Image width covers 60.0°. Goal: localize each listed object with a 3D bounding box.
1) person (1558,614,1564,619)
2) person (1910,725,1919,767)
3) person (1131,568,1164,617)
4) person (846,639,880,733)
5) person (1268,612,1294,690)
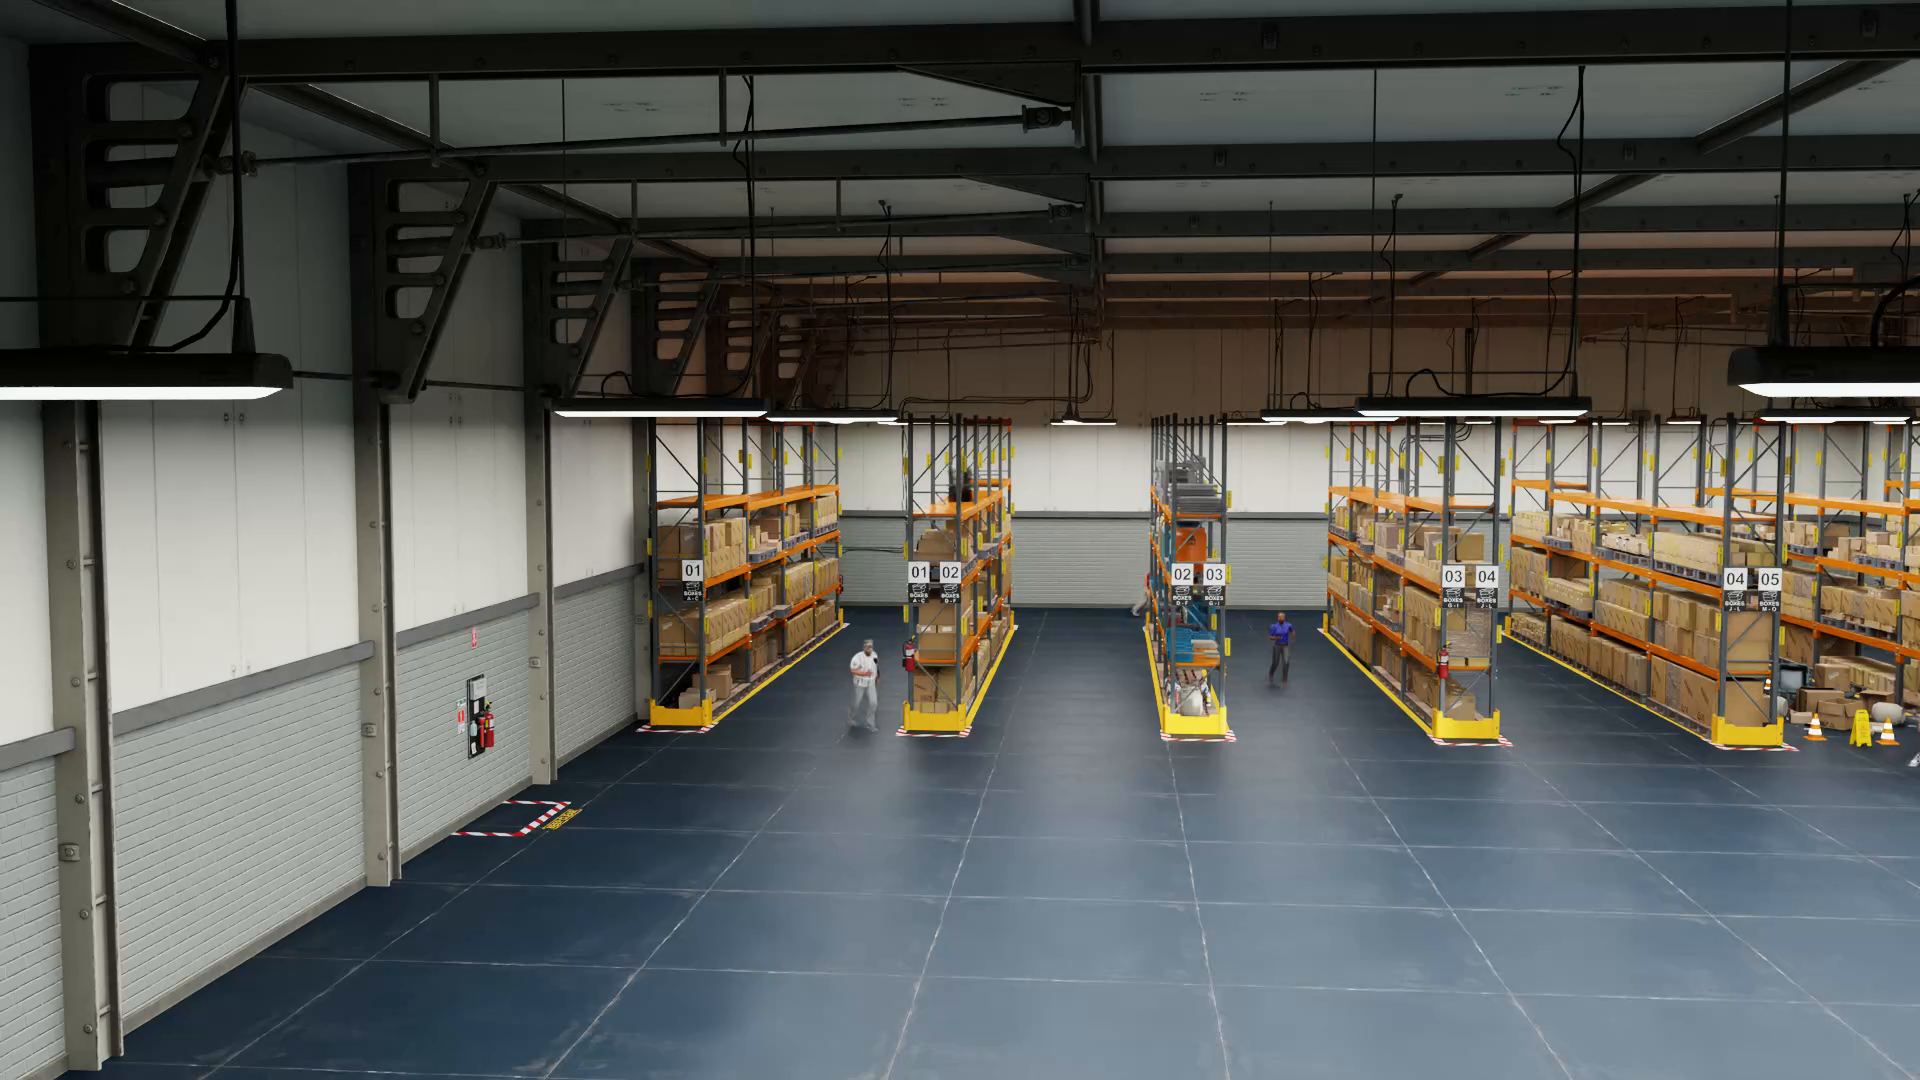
[{"bbox_3d":[17.252,1.657,47.162,0.877,1.843,0.663,-1,4,-11],"label":"person"},{"bbox_3d":[16.126,3.109,27.433,0.673,1.520,0.601,0,4,-6],"label":"person"},{"bbox_3d":[5.690,1.584,50.325,1.078,1.571,0.661,2,5,32],"label":"person"},{"bbox_3d":[-1.823,2.740,31.569,0.682,1.770,0.943,-2,4,-29],"label":"person"},{"bbox_3d":[7.098,2.428,36.772,0.600,1.699,0.894,0,4,1],"label":"person"}]
